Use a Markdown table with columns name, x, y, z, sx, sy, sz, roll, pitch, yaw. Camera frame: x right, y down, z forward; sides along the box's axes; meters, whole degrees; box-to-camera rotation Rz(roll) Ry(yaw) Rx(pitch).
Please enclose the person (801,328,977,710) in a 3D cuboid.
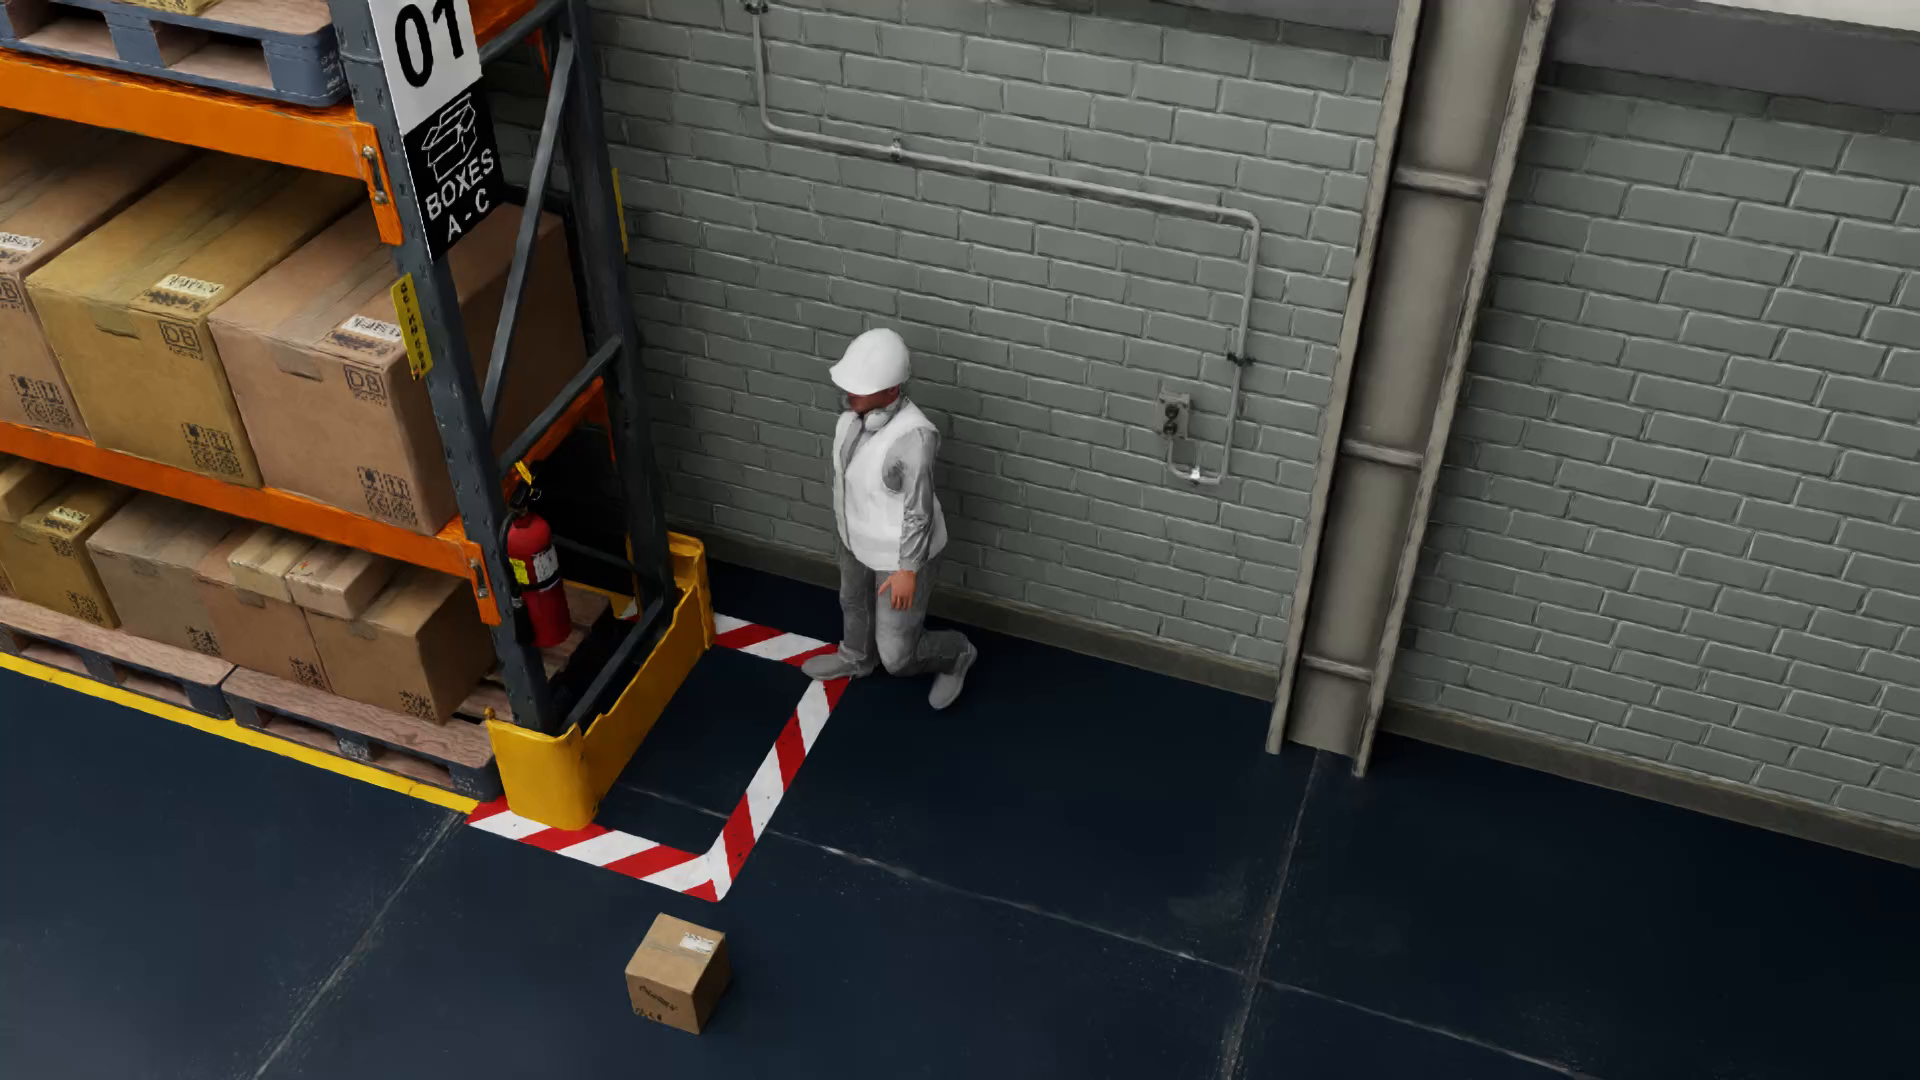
| name | x | y | z | sx | sy | sz | roll | pitch | yaw |
| --- | --- | --- | --- | --- | --- | --- | --- | --- | --- |
| person | -0.256 | -0.048 | 6.168 | 0.553 | 1.765 | 0.654 | -23 | 46 | -24 |
